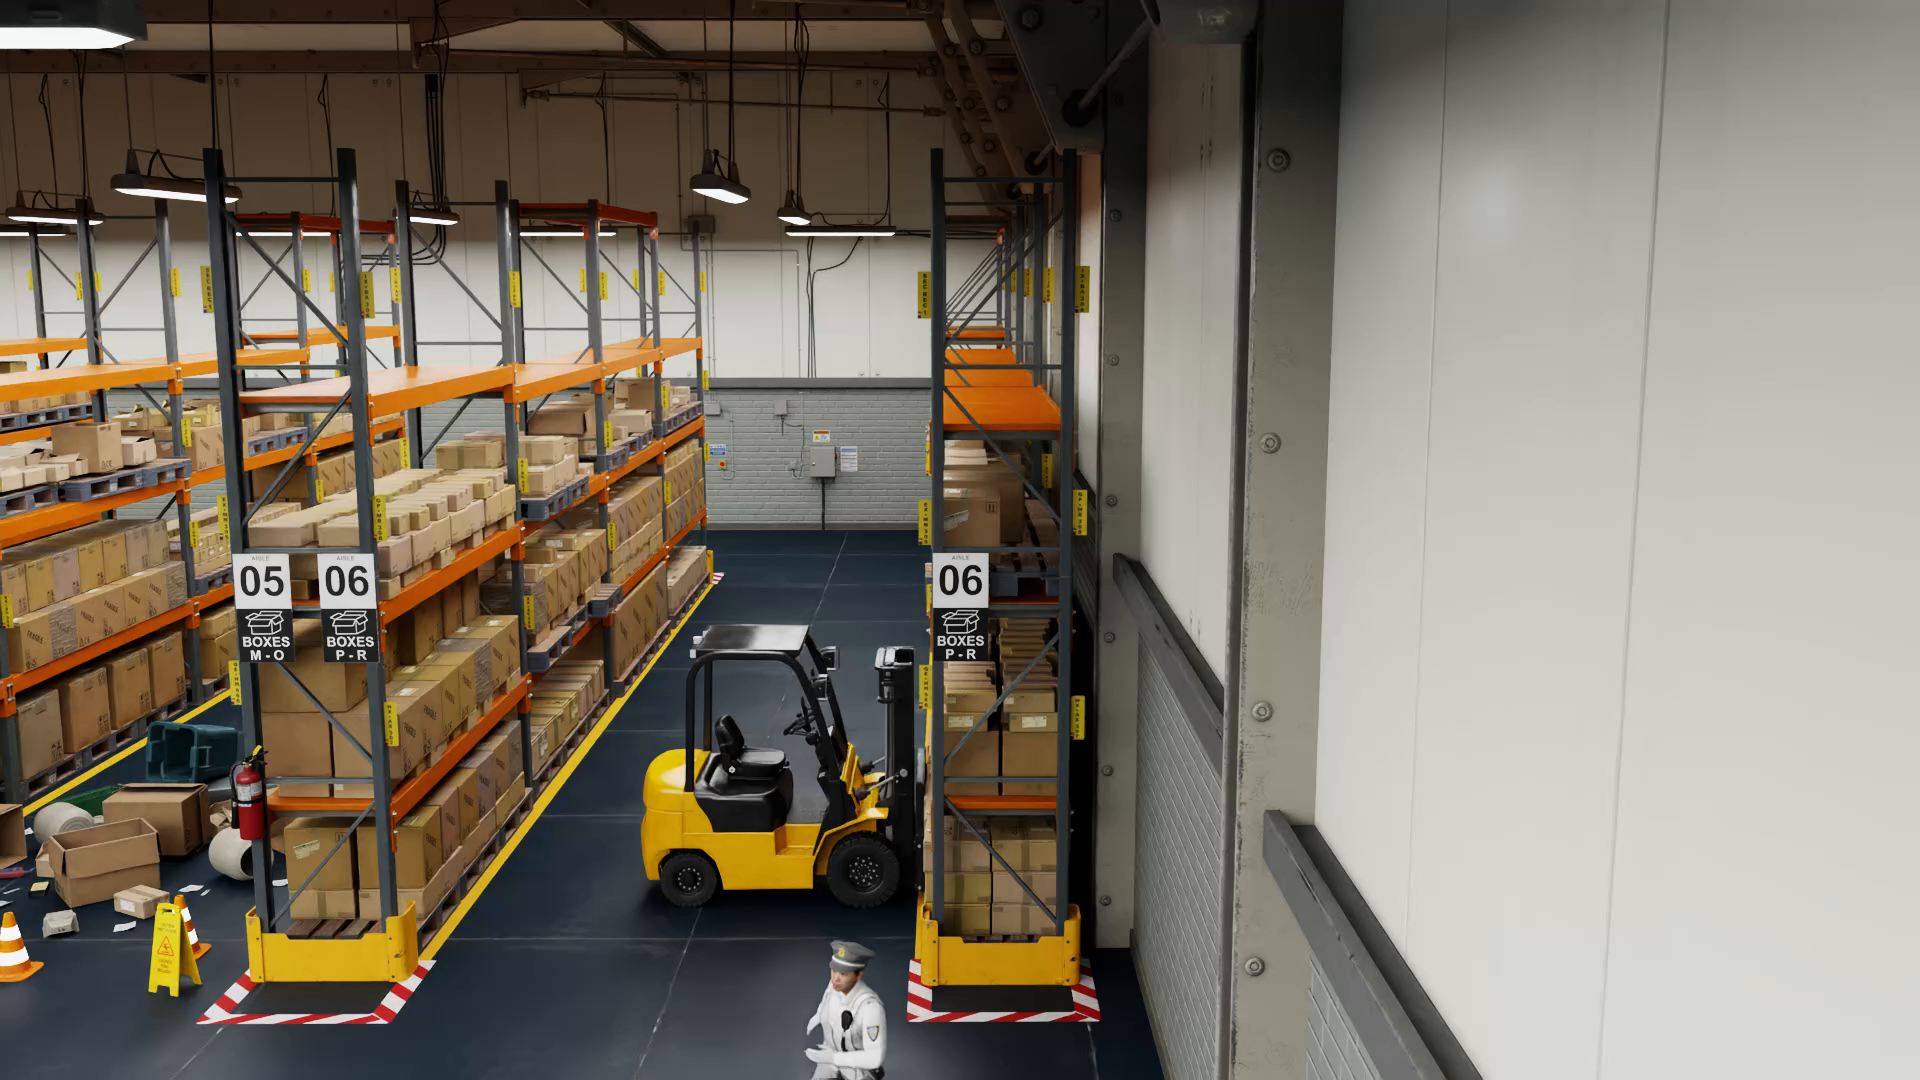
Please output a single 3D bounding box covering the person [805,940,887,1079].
[{"bbox_3d":[-0.655,2.913,9.197,0.739,1.593,0.676,5,11,30],"label":"person"}]
